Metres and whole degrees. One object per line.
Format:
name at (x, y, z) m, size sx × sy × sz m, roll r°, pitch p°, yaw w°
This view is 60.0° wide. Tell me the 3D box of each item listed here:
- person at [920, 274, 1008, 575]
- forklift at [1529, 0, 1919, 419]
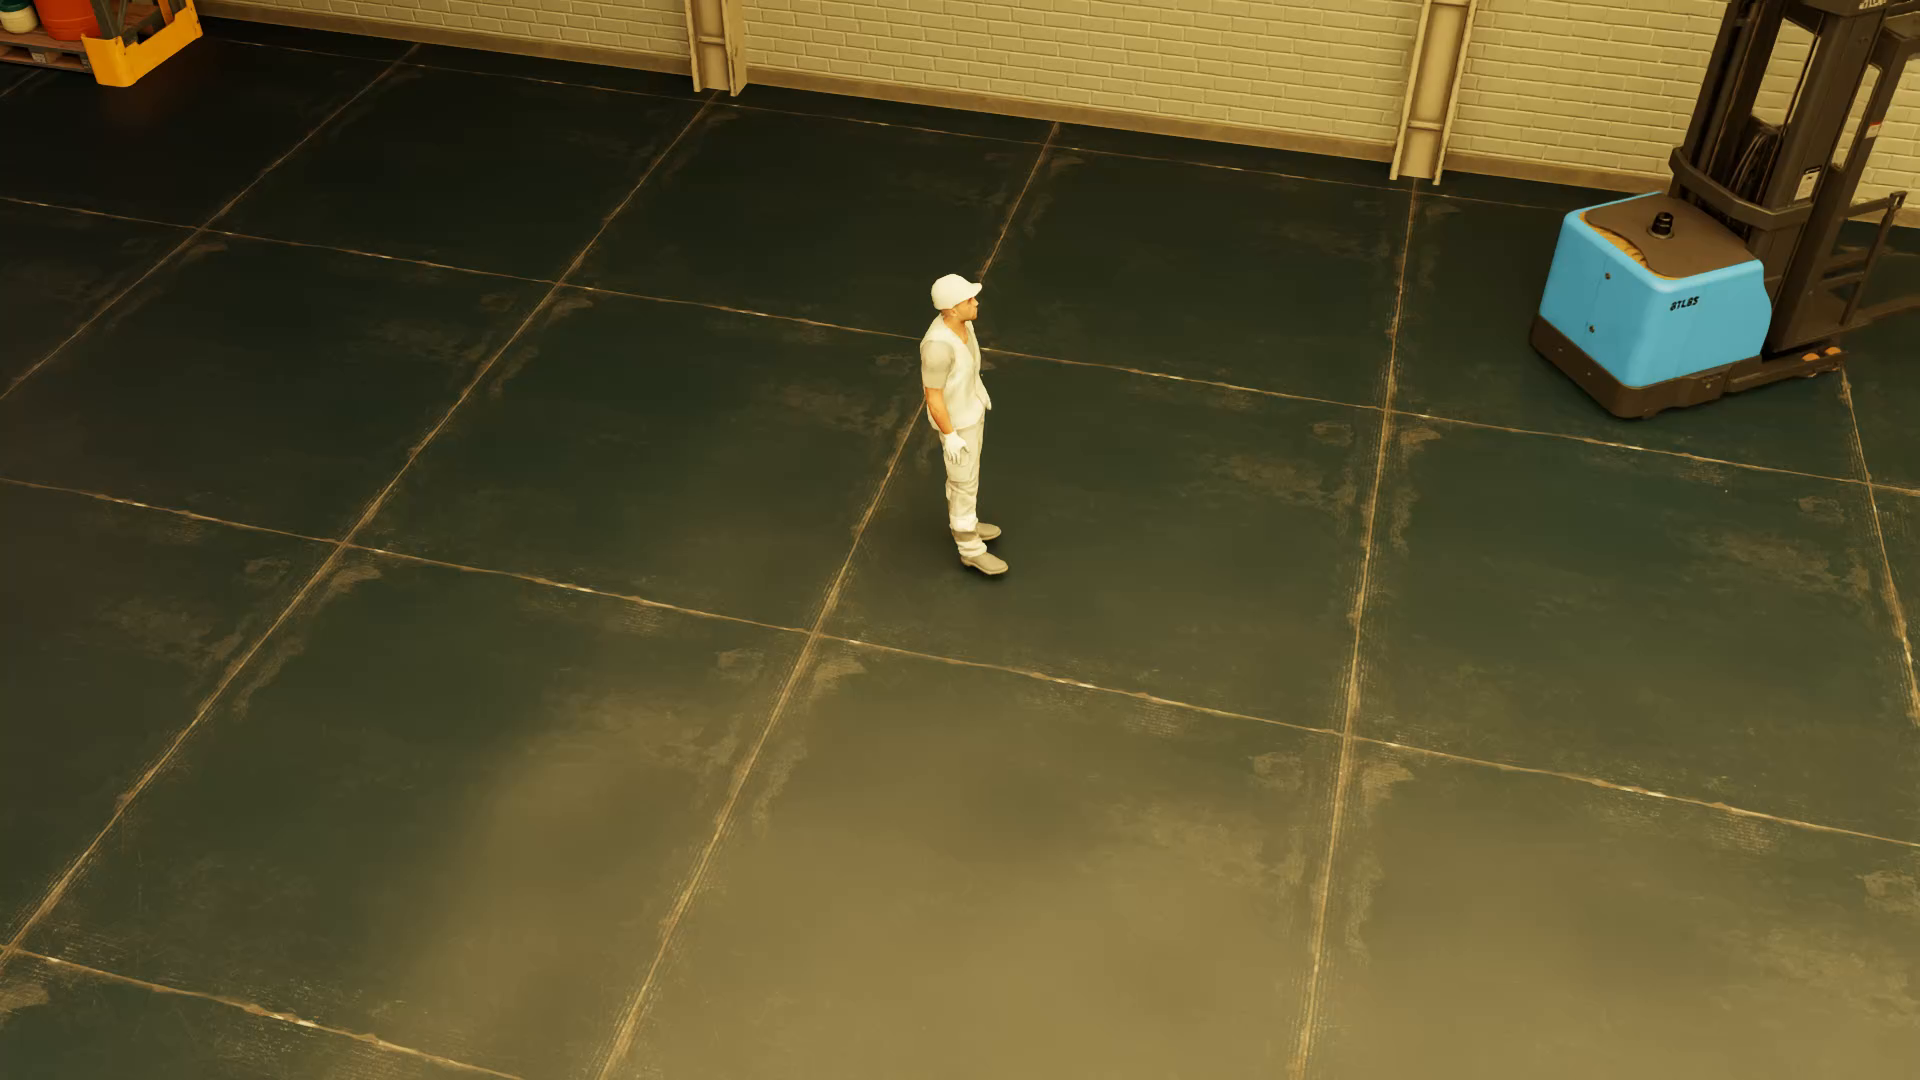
person at (0.074, -0.687, 9.439) m, size 0.564 × 1.787 × 0.637 m, roll 10°, pitch 42°, yaw 11°
forklift at (5.520, -2.518, 10.734) m, size 3.031 × 2.935 × 1.130 m, roll -15°, pitch 43°, yaw -16°
